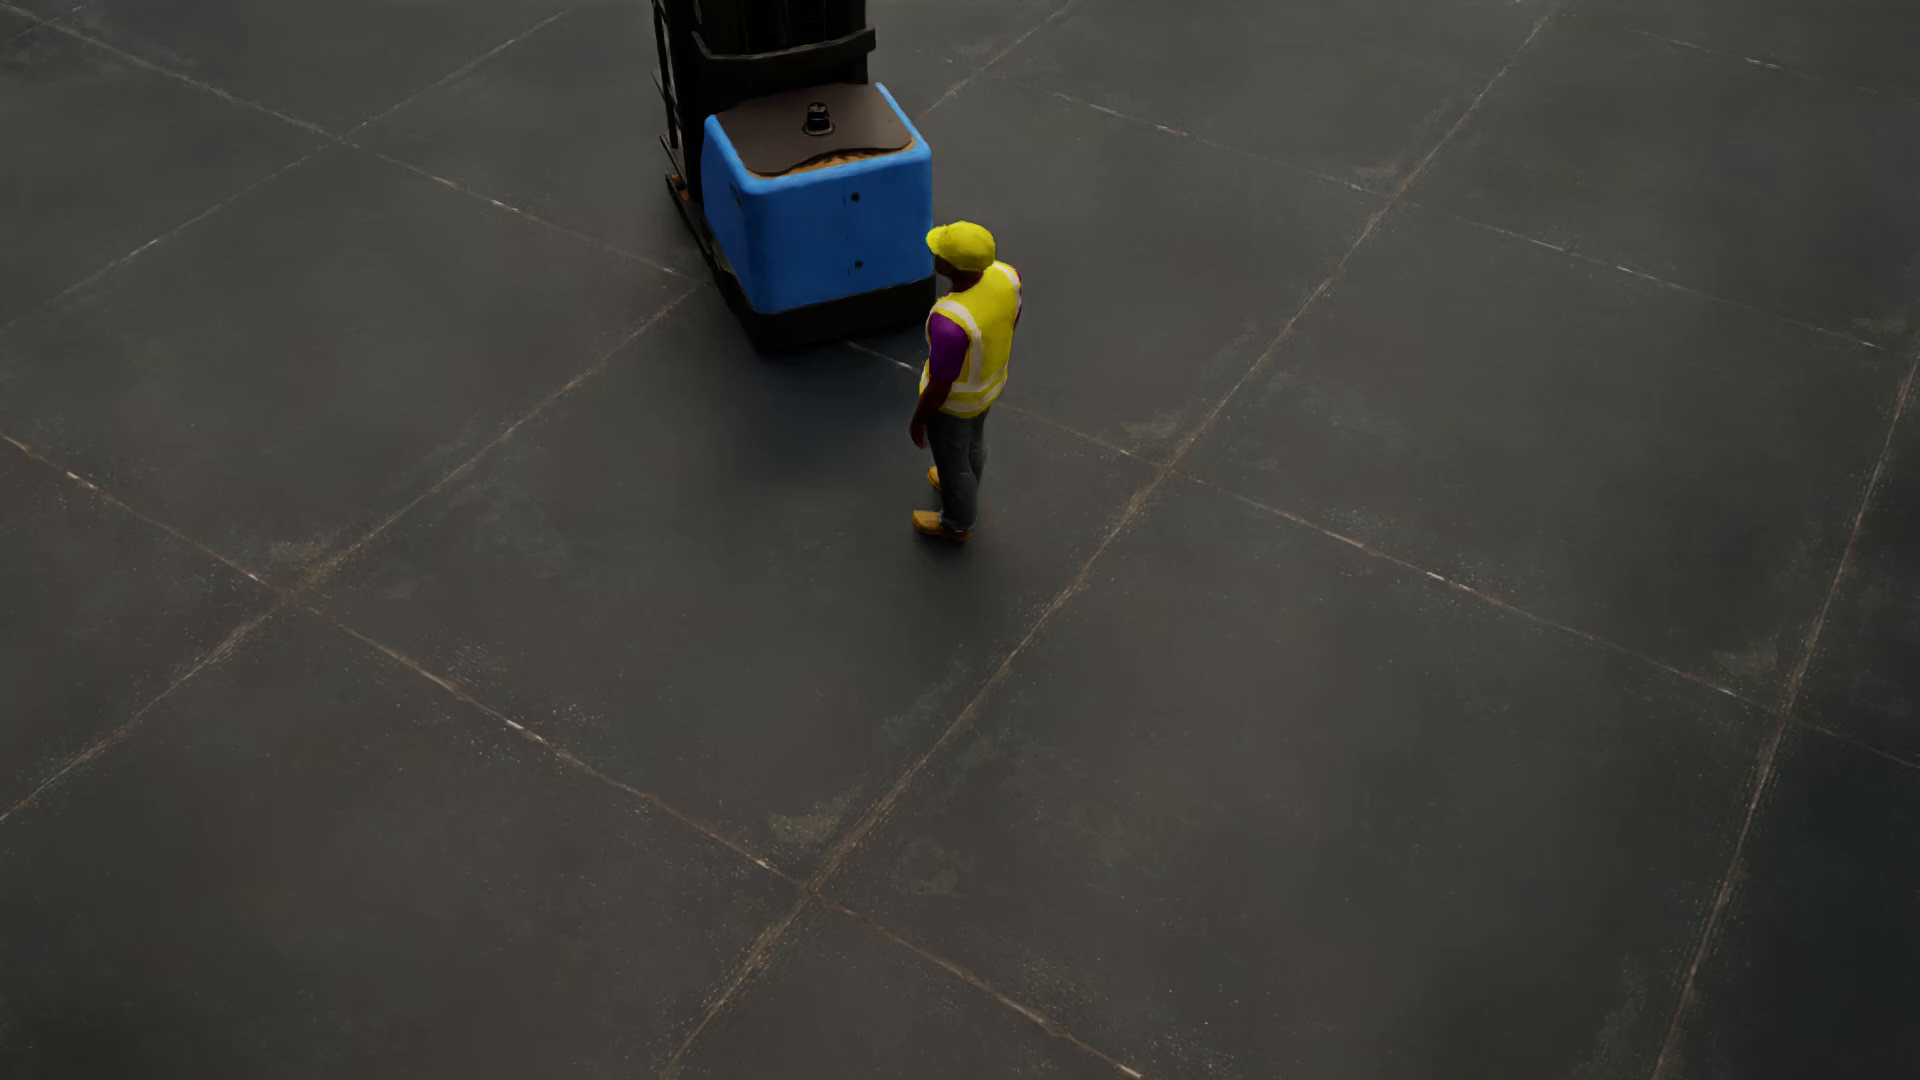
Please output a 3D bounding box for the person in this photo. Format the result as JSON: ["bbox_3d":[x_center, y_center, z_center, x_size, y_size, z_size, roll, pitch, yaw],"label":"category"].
[{"bbox_3d":[-0.056,-0.704,7.369,0.576,1.766,0.665,24,48,23],"label":"person"}]

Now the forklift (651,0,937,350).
[{"bbox_3d":[-1.146,-3.111,9.129,1.130,2.935,3.031,-15,46,-16],"label":"forklift"}]
